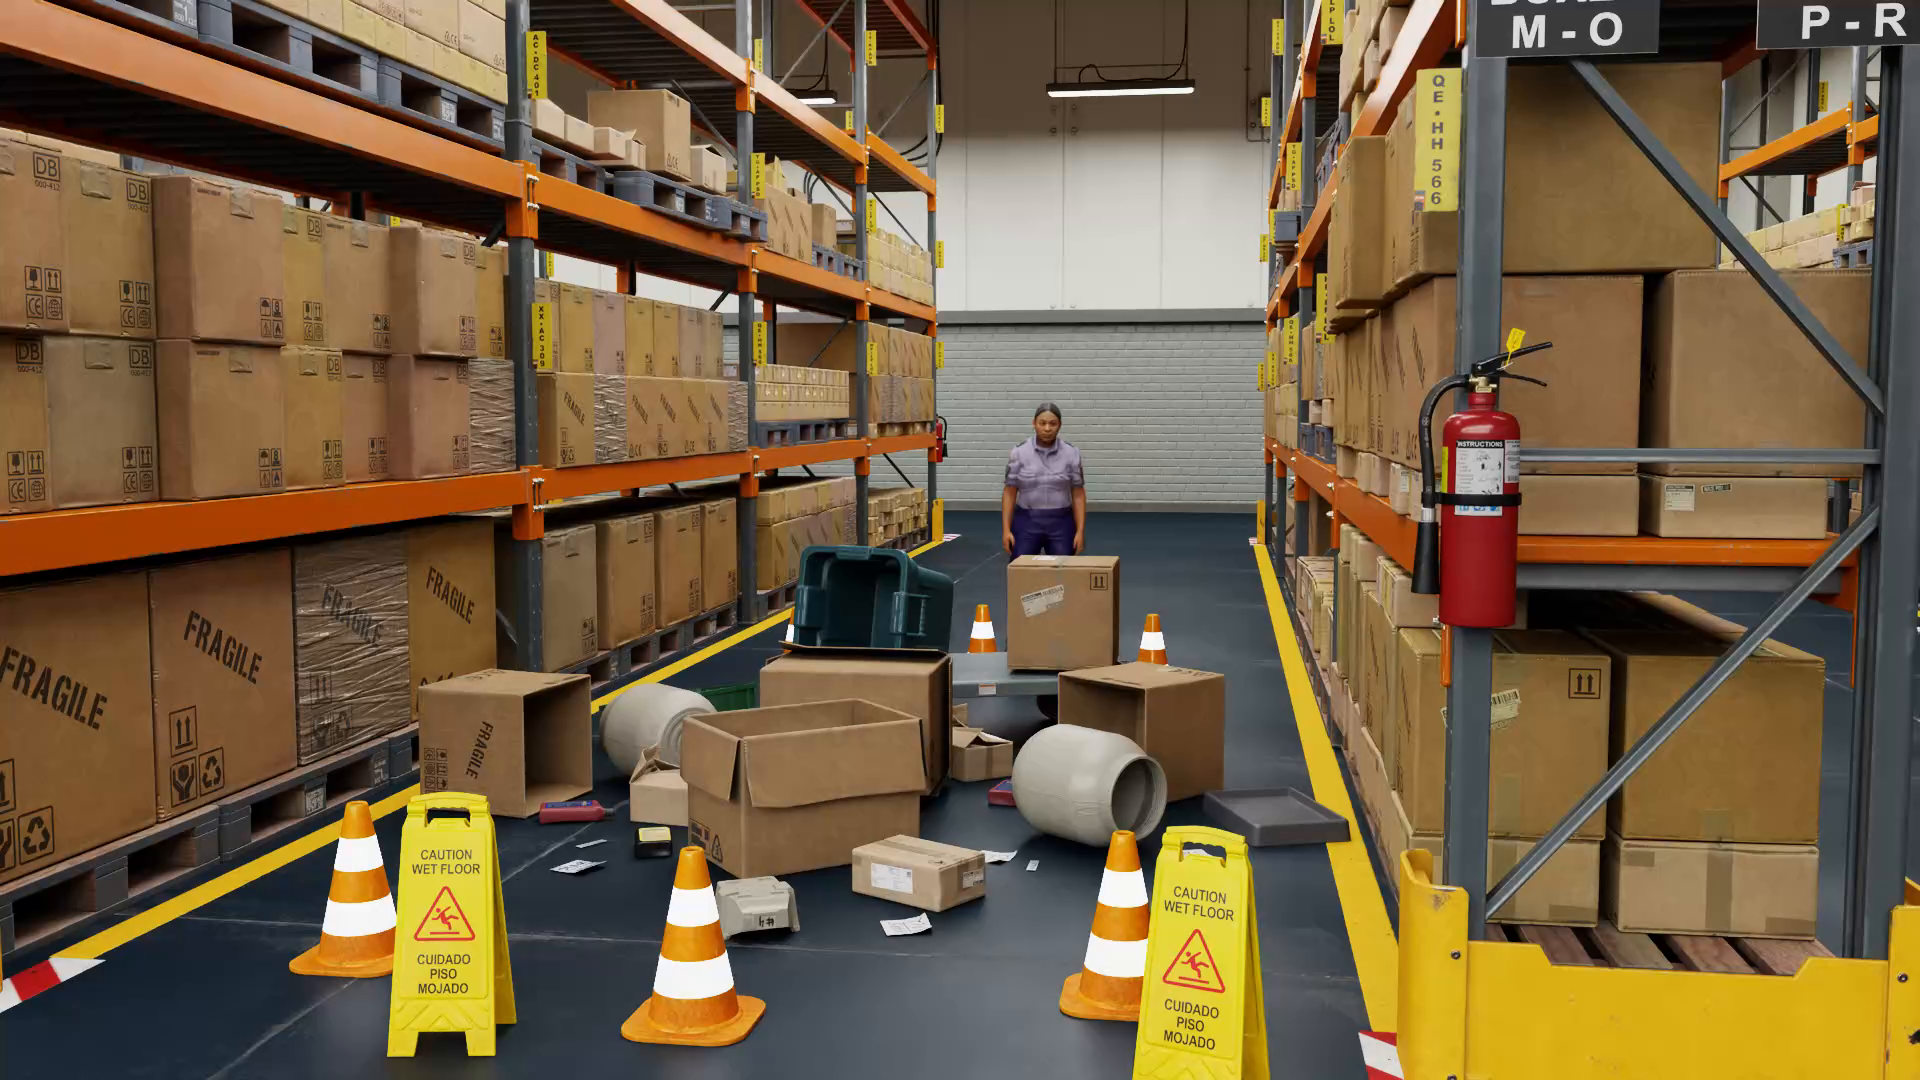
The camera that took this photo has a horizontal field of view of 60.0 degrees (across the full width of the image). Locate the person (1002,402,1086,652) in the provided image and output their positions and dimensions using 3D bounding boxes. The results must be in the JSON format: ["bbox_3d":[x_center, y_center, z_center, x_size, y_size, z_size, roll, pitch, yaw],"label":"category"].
[{"bbox_3d":[0.507,-0.027,10.290,0.547,1.650,0.341,0,5,2],"label":"person"}]
